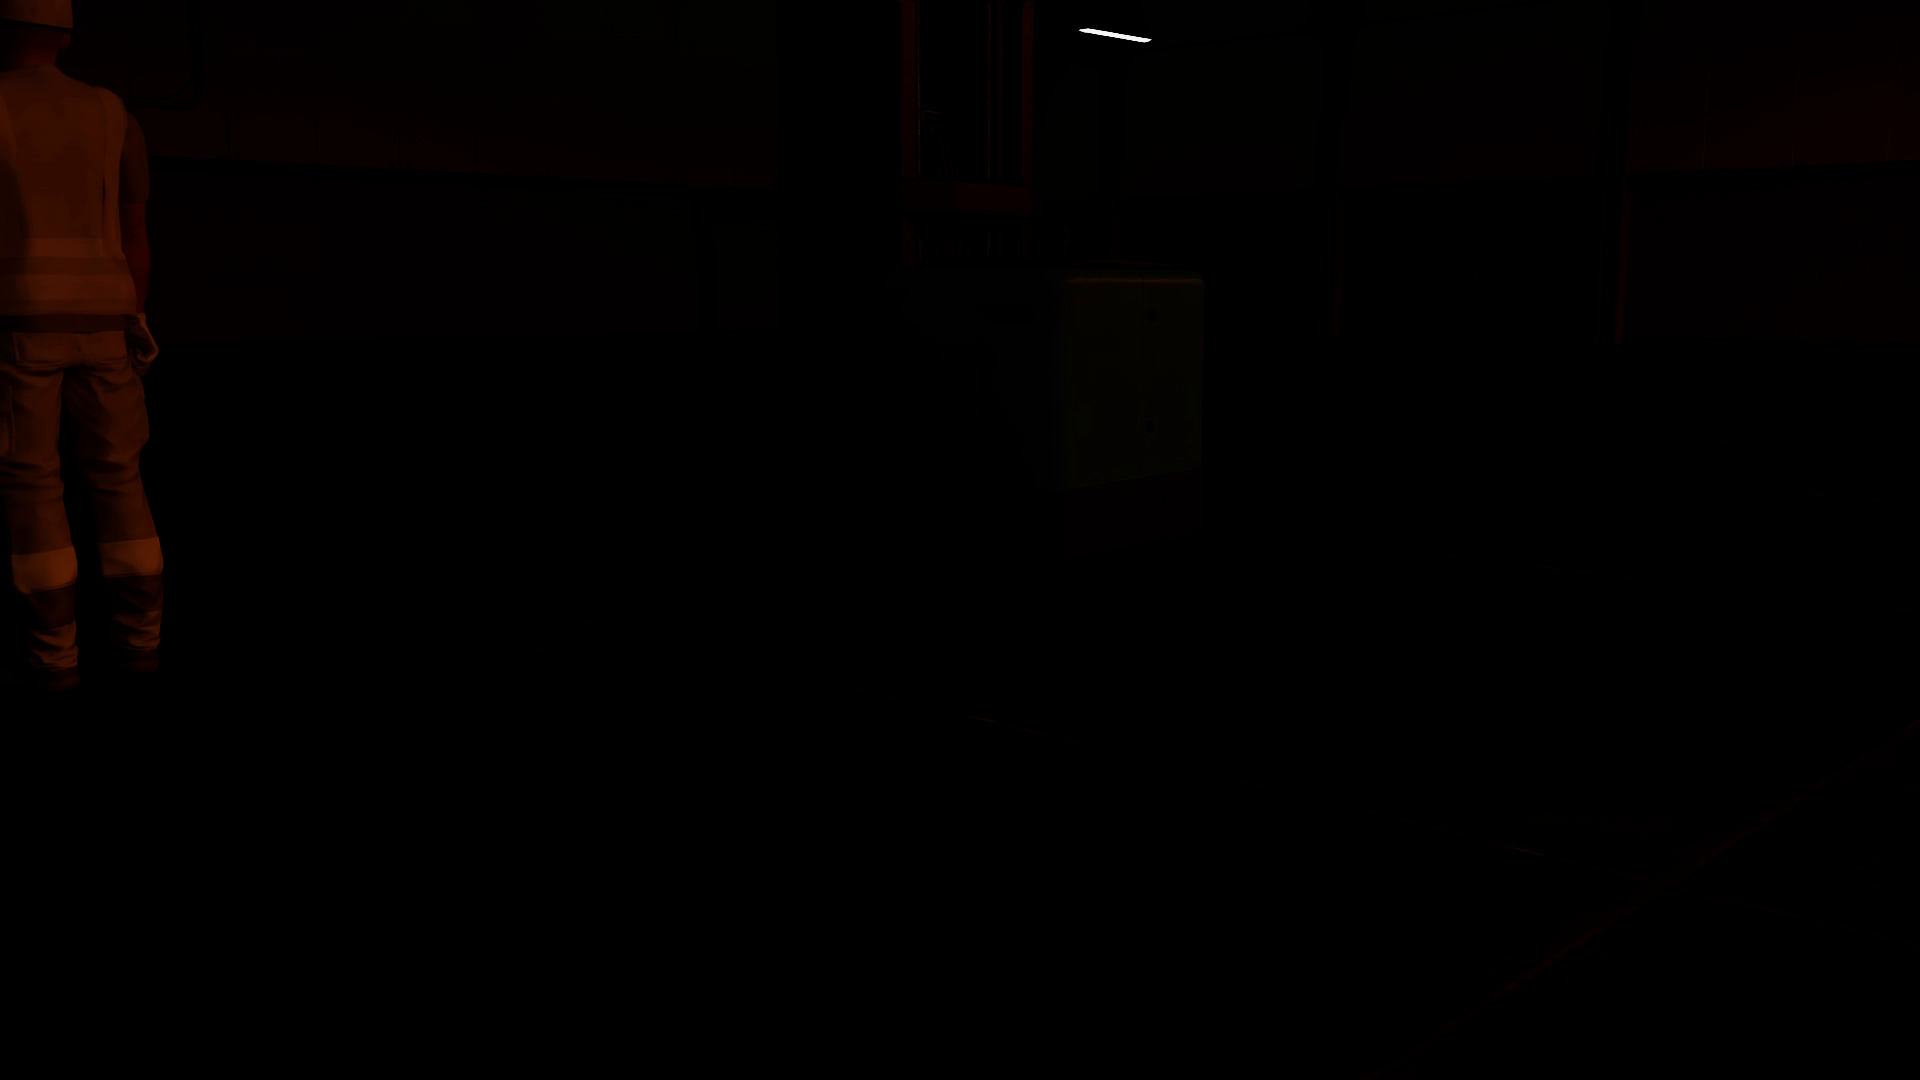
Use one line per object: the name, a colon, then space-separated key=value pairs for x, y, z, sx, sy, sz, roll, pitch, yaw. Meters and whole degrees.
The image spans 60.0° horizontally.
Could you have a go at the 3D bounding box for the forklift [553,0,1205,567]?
forklift: x=-0.510 y=-1.507 z=6.881 sx=3.031 sy=2.935 sz=1.130 roll=7 pitch=11 yaw=38

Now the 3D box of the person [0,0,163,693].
person: x=-2.308 y=-0.525 z=4.191 sx=0.368 sy=1.795 sz=0.525 roll=6 pitch=10 yaw=33
